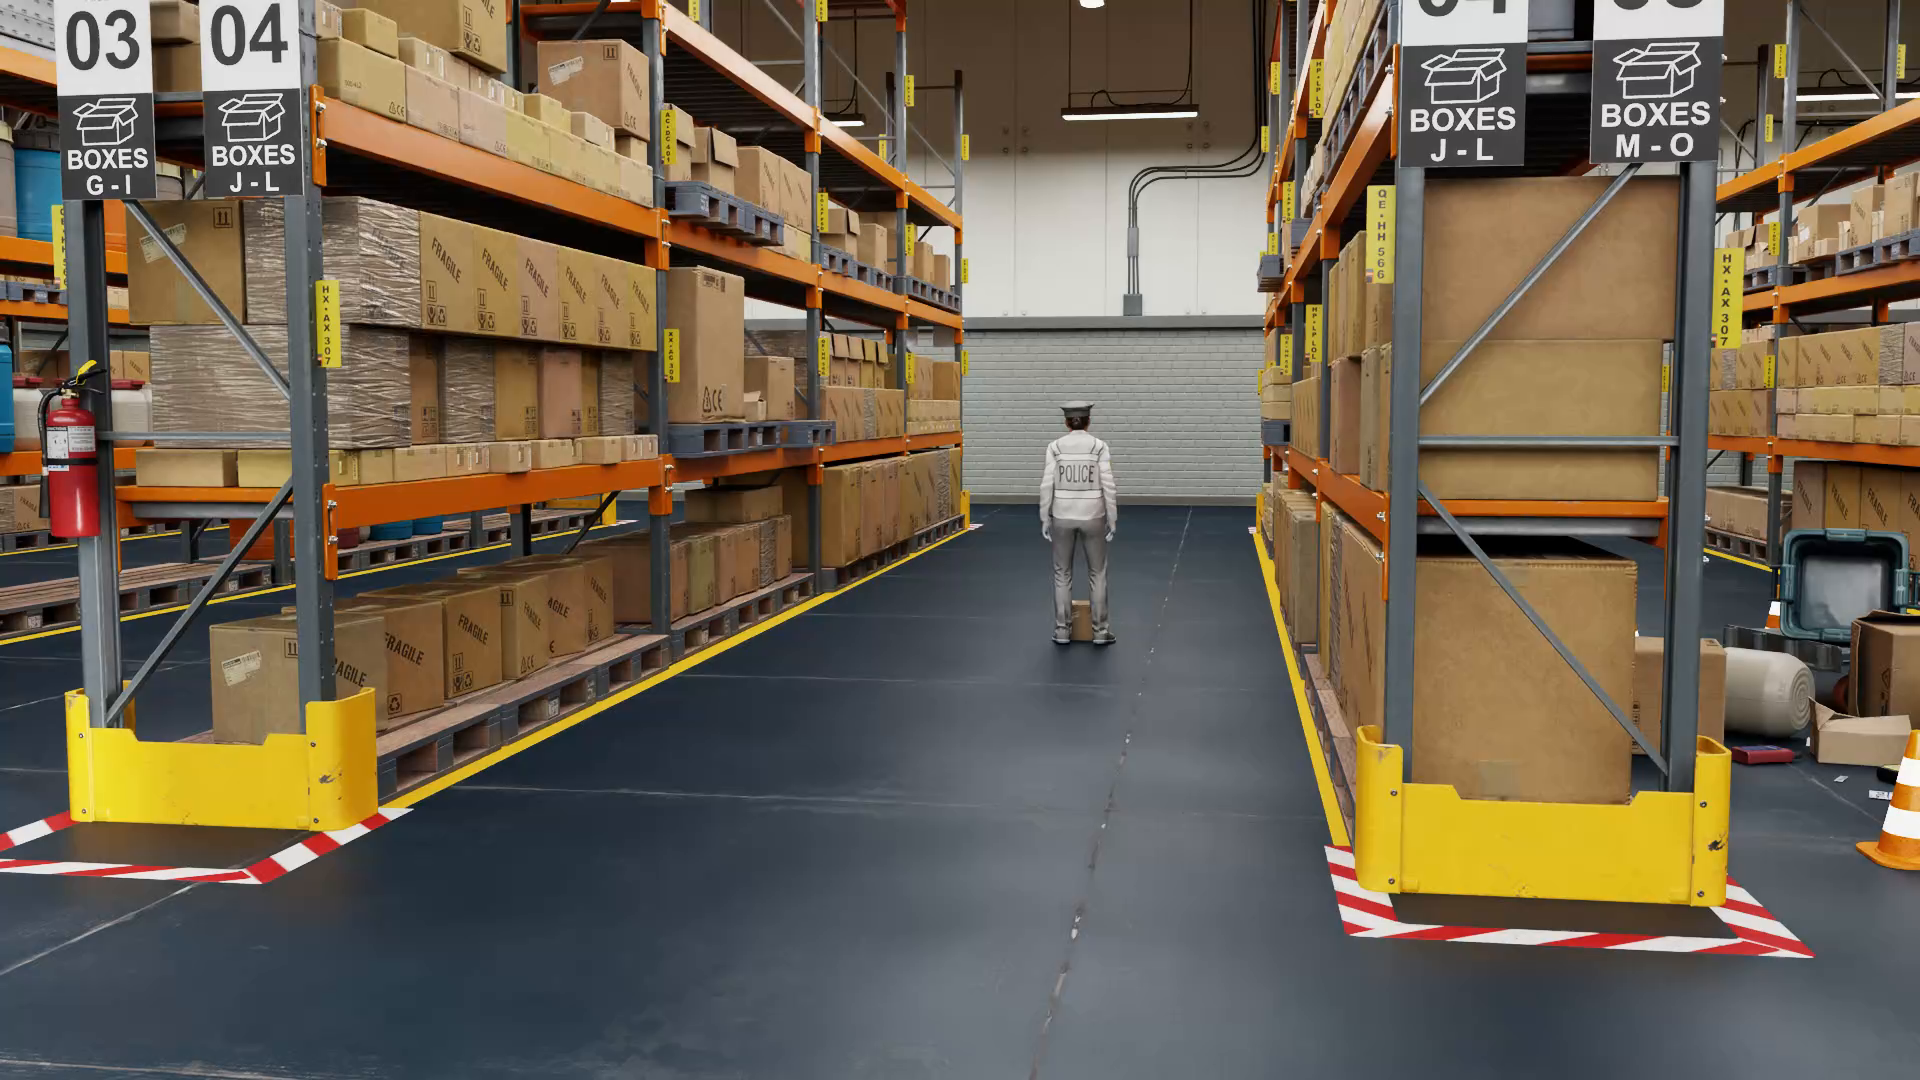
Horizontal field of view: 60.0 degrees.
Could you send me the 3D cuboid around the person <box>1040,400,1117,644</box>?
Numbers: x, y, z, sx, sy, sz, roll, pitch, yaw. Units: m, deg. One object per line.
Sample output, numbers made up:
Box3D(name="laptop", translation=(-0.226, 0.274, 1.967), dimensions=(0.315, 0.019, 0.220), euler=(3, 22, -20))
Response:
Box3D(name="person", translation=(0.811, -0.121, 11.380), dimensions=(0.528, 1.664, 0.372), euler=(1, 5, 9))
